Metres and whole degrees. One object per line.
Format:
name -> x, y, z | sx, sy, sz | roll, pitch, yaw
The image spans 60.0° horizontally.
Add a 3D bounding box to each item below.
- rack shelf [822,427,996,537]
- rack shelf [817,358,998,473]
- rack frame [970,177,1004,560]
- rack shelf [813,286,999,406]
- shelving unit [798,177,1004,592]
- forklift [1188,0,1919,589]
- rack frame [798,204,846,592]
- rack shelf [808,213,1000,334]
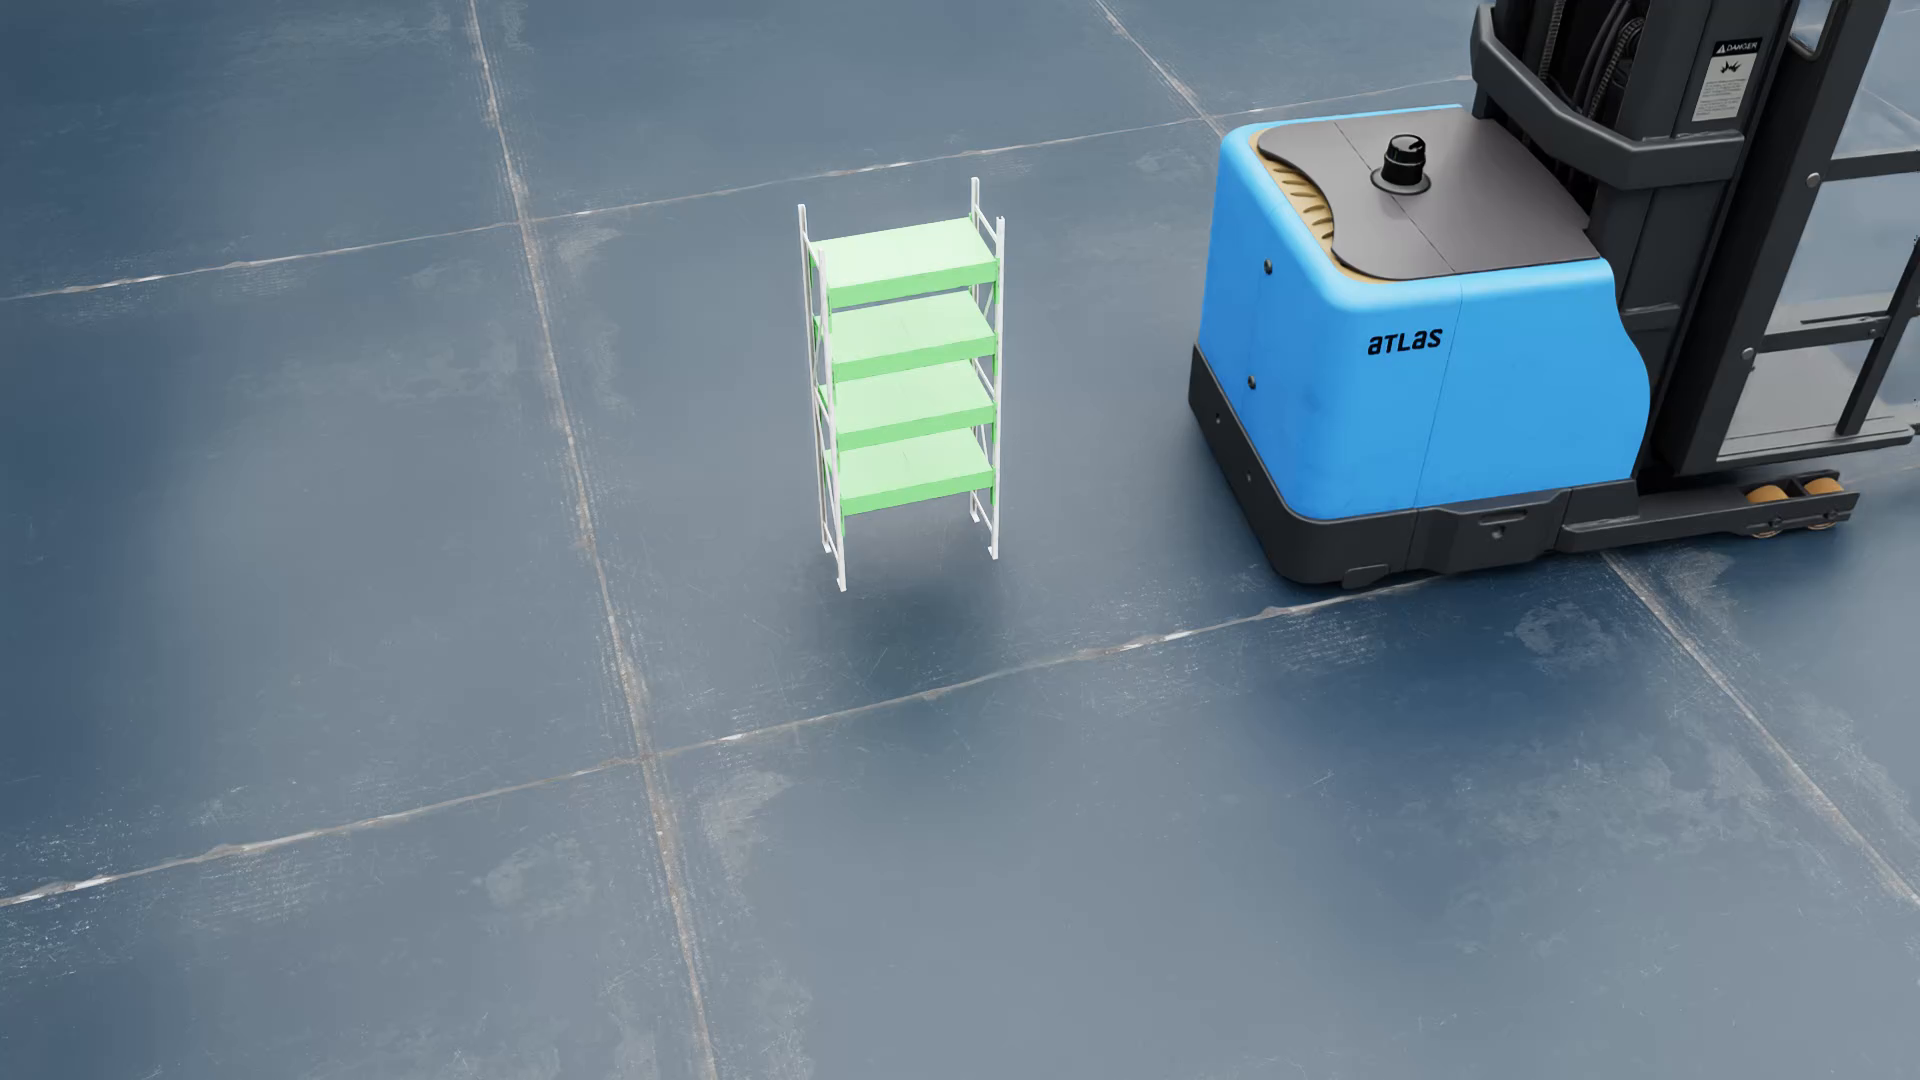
rack shelf -> -0.158, -0.190, 5.018 | 0.480, 0.148, 0.258 | -12, 42, -13
rack shelf -> -0.158, -0.371, 4.860 | 0.480, 0.148, 0.258 | -12, 42, -13
rack frame -> 0.075, -0.467, 4.873 | 0.015, 1.200, 0.240 | -12, 42, -13
rack shelf -> -0.158, -0.552, 4.702 | 0.480, 0.148, 0.258 | -12, 42, -13
shelving unit -> -0.158, -0.419, 4.818 | 0.503, 1.200, 0.258 | -12, 42, -13
forklift -> 2.349, -1.444, 4.675 | 3.031, 2.935, 1.130 | -8, 42, -9
rack frame -> -0.391, -0.371, 4.763 | 0.015, 1.200, 0.240 | -12, 42, -13
rack shelf -> -0.158, -0.733, 4.544 | 0.480, 0.148, 0.258 | -12, 42, -13
